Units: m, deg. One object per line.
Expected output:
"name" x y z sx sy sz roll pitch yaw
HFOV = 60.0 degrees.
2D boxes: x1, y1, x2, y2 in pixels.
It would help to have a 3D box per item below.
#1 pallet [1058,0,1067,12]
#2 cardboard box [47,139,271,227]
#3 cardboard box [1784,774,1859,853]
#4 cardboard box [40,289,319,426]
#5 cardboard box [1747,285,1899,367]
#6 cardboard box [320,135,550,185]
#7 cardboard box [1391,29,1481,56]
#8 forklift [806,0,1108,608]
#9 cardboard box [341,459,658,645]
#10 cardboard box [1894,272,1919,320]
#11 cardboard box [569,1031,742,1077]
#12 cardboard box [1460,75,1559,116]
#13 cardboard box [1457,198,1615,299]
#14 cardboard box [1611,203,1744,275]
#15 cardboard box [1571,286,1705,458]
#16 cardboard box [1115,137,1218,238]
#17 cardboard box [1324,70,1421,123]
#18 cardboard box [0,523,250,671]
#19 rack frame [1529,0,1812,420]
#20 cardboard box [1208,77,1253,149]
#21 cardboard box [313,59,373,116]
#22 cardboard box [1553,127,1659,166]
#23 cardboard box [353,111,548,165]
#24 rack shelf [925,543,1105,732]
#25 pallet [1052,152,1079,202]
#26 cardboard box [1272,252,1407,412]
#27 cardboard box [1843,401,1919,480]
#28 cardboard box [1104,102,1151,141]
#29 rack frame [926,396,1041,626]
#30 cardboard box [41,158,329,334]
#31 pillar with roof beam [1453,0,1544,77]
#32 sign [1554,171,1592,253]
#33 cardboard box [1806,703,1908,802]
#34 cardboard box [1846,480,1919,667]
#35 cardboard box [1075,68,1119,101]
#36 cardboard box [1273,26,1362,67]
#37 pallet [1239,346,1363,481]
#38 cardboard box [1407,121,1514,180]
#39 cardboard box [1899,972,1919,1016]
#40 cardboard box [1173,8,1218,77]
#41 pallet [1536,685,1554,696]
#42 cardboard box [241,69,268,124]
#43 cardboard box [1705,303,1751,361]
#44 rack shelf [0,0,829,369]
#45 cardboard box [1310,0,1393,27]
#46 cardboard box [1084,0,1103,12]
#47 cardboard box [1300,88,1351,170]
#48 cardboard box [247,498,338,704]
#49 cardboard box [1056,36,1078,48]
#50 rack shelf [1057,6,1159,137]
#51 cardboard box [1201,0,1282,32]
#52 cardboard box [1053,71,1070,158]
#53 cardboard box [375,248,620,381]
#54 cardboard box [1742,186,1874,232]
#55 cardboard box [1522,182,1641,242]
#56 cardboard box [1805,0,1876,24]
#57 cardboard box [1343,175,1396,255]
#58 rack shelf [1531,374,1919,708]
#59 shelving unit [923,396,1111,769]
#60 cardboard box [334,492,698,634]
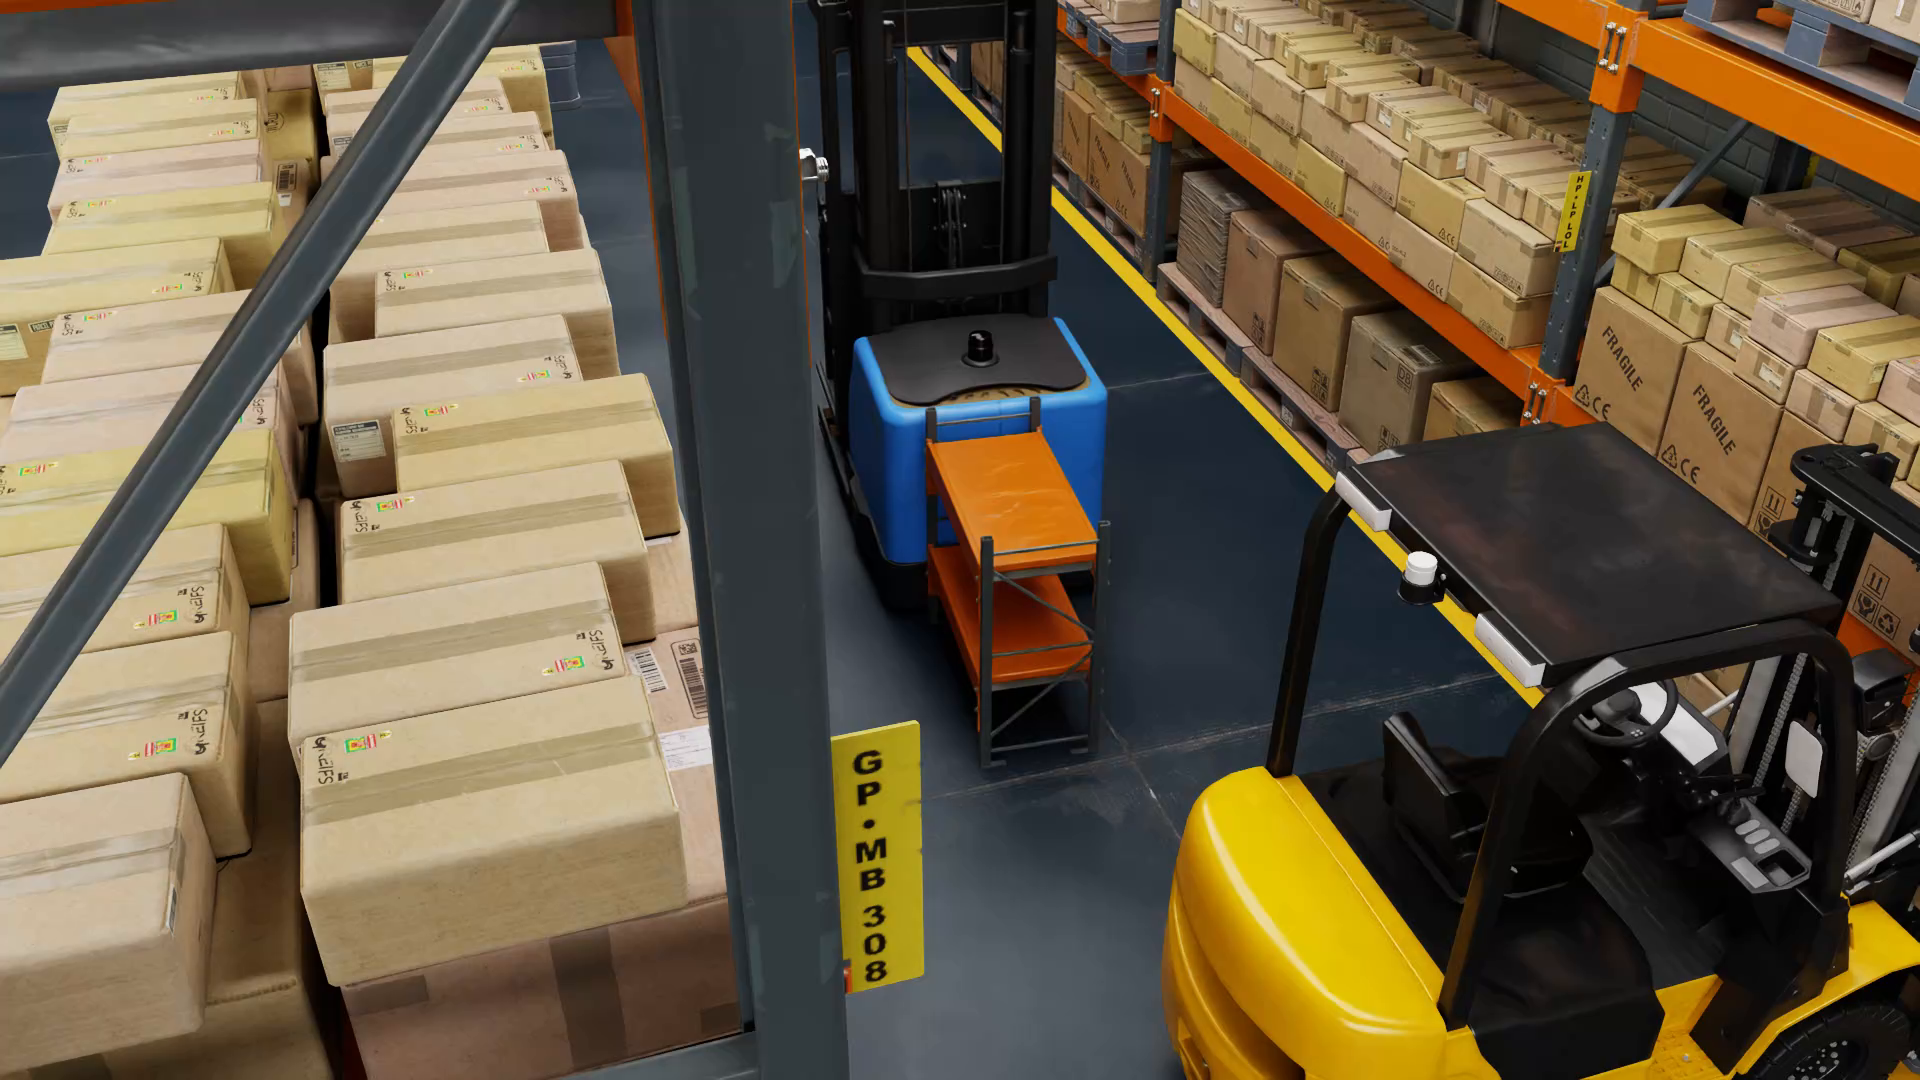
"pallet" 1.087 -3.965 11.703 1.003 0.211 1.213 -10 35 -15
"cardboard box" -1.586 -0.672 3.330 0.380 0.149 0.250 -11 35 -15
"cardboard box" 3.210 0.940 5.766 0.500 0.250 0.500 -10 35 -15
"cardboard box" -1.273 -0.281 2.738 0.380 0.149 0.250 -11 35 -16
"cardboard box" 2.953 -0.737 5.695 0.380 0.149 0.250 -9 35 -14
"cardboard box" -1.133 -0.679 3.702 0.500 0.250 0.500 -11 35 -16
"cardboard box" 2.487 -2.551 8.710 0.380 0.149 0.250 -11 35 -16
"forklift" -0.155 -1.715 8.187 1.130 2.935 3.031 -7 34 -11
"cardboard box" -0.624 0.041 2.251 0.380 0.149 0.250 -10 35 -15
"cardboard box" 3.557 -0.848 5.863 0.380 0.149 0.250 -11 35 -16
"cardboard box" -0.393 0.637 2.072 0.380 0.149 0.250 -10 35 -15
"cardboard box" 2.664 -2.136 8.082 0.380 0.149 0.250 -10 35 -15
"cardboard box" 2.512 -1.285 7.157 0.500 0.250 0.500 -11 35 -16
"cardboard box" 2.720 -1.144 6.311 0.380 0.149 0.250 -9 35 -14
"cardboard box" 2.792 -0.689 6.482 0.500 0.500 0.500 -11 35 -16
"cardboard box" 1.351 -2.343 10.961 0.500 0.500 0.500 -9 35 -13
"cardboard box" 2.017 -2.171 8.135 0.380 0.149 0.250 -11 35 -16
"cardboard box" -1.122 0.132 2.113 0.380 0.149 0.250 -10 35 -15
"rack frame" 2.905 -0.924 6.928 1.000 3.000 0.127 -10 35 -15
"cardboard box" 1.736 -2.423 9.332 0.500 0.250 0.500 -11 35 -16
"cardboard box" -1.370 -1.162 4.072 0.380 0.149 0.250 -9 35 -14
"cardboard box" 2.895 -1.738 7.481 0.380 0.149 0.250 -10 35 -15
"cardboard box" -1.056 -0.768 3.474 0.380 0.149 0.250 -10 35 -14
"rack shelf" 0.213 0.364 7.122 0.538 0.278 1.000 -7 34 -11
"pallet" 1.125 -2.899 12.446 1.003 0.211 1.213 -10 35 -15
"cardboard box" 2.275 -1.184 9.094 0.875 0.625 0.625 -11 35 -17
"cardboard box" 3.115 -0.348 5.377 0.380 0.149 0.250 -11 35 -16
"cardboard box" 1.180 -2.782 11.038 0.380 0.149 0.250 -12 35 -17
"rack frame" 0.101 -0.113 7.401 0.500 1.125 0.032 -7 34 -11
"cardboard box" -1.641 -0.589 3.566 0.500 0.250 0.500 -10 35 -14
"pillar with roof beam" -1.159 -4.271 6.550 9.100 9.000 0.400 -10 35 -15
"sign" 2.391 -1.278 6.485 0.100 0.325 0.005 -10 35 -15
"cardboard box" 3.216 0.743 5.610 0.500 0.250 0.500 -11 35 -16
"cardboard box" 3.255 0.115 5.265 0.500 0.500 0.500 -10 35 -14
"cardboard box" 1.028 -3.205 11.678 0.380 0.149 0.250 -11 35 -15
"cardboard box" 1.884 -2.587 8.766 0.380 0.149 0.250 -10 35 -14
"pallet" 2.267 -0.783 9.243 1.003 0.211 1.213 -10 35 -15
"cardboard box" 2.263 -1.764 7.520 0.380 0.149 0.250 -11 35 -16
"cardboard box" 3.394 1.427 5.483 0.500 0.250 0.500 -10 35 -14
"cardboard box" 1.564 -2.892 9.589 0.500 0.250 0.500 -10 35 -15
"pallet" 3.108 0.663 7.054 1.003 0.211 1.213 -10 35 -15
"cardboard box" -1.857 -1.075 3.940 0.380 0.149 0.250 -11 35 -16
"cardboard box" 2.938 -0.757 5.996 0.380 0.149 0.250 -10 35 -15
"rack shelf" -1.211 -1.239 2.618 1.077 0.370 4.000 -10 35 -15
"cardboard box" 2.184 -2.935 9.292 0.380 0.149 0.250 -10 35 -15
"cardboard box" 1.055 -3.637 10.788 0.500 0.250 0.500 -12 35 -17
"cardboard box" 2.062 -2.092 8.377 0.500 0.250 0.500 -10 35 -14
"cardboard box" -1.153 0.209 2.358 0.500 0.250 0.500 -10 35 -15
"cardboard box" 0.779 -3.620 12.305 0.380 0.149 0.250 -9 34 -13
"rack shelf" 1.075 -3.774 11.894 1.077 0.370 4.000 -10 35 -15
"cardboard box" 1.584 -2.980 9.360 0.380 0.149 0.250 -9 35 -14
"cardboard box" 0.870 -3.151 12.184 0.500 0.500 0.500 -11 35 -16
"cardboard box" -0.799 -0.368 2.870 0.380 0.149 0.250 -9 35 -13
"cardboard box" 3.290 -1.244 6.463 0.380 0.149 0.250 -10 35 -15
"cardboard box" 2.590 -1.379 6.937 0.380 0.149 0.250 -9 34 -13
"cardboard box" 2.927 -1.878 5.259 0.500 0.311 0.500 -9 35 -14
"cardboard box" 2.221 -1.611 8.104 0.500 0.250 0.500 -10 35 -14
"rack shelf" 3.515 0.426 5.537 1.077 0.370 4.000 -10 35 -15
"shelving unit" 0.213 0.160 6.987 0.538 1.125 1.048 -7 34 -11
"cardboard box" -0.645 0.125 2.486 0.500 0.250 0.500 -11 35 -15
